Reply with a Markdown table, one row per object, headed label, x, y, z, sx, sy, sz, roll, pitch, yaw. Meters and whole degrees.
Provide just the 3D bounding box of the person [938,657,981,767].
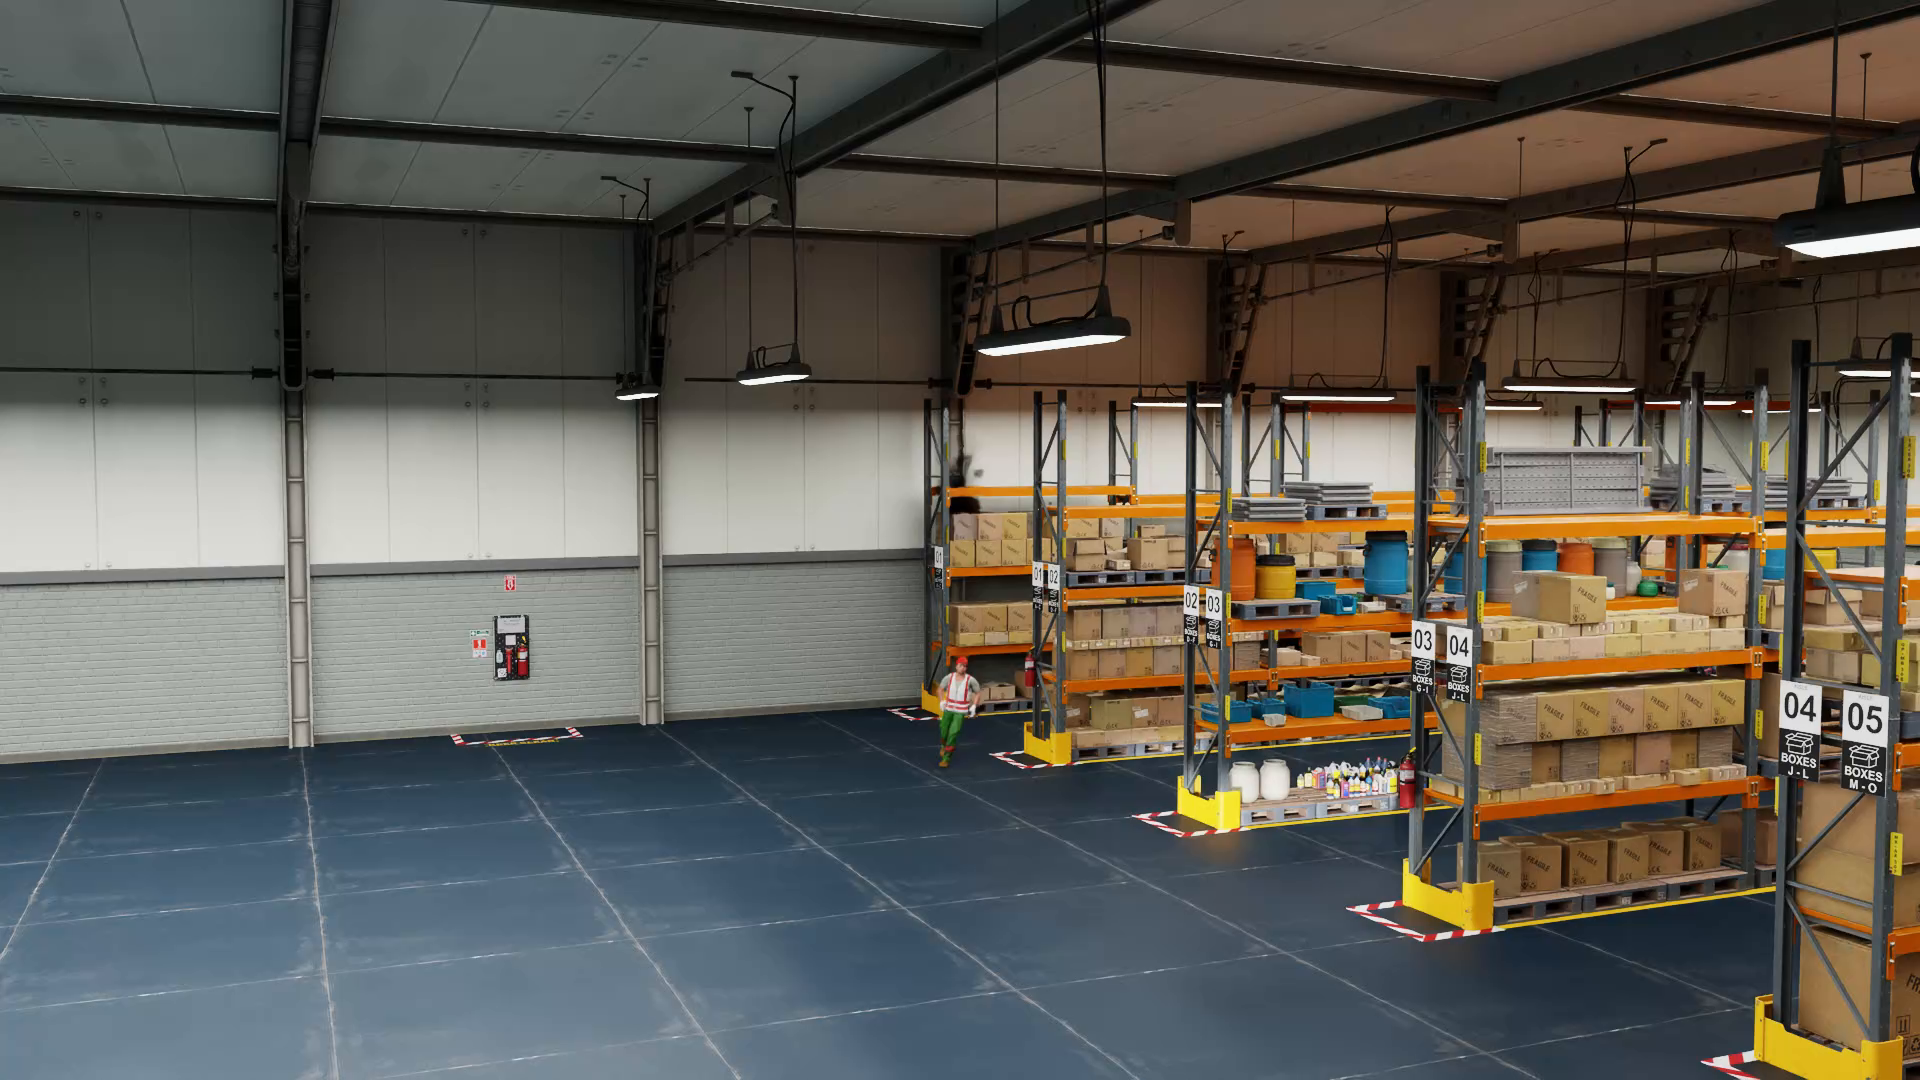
| label | x | y | z | sx | sy | sz | roll | pitch | yaw |
| --- | --- | --- | --- | --- | --- | --- | --- | --- | --- |
| person | -0.023 | 2.731 | 26.562 | 0.715 | 1.742 | 0.761 | 1 | 3 | 9 |
